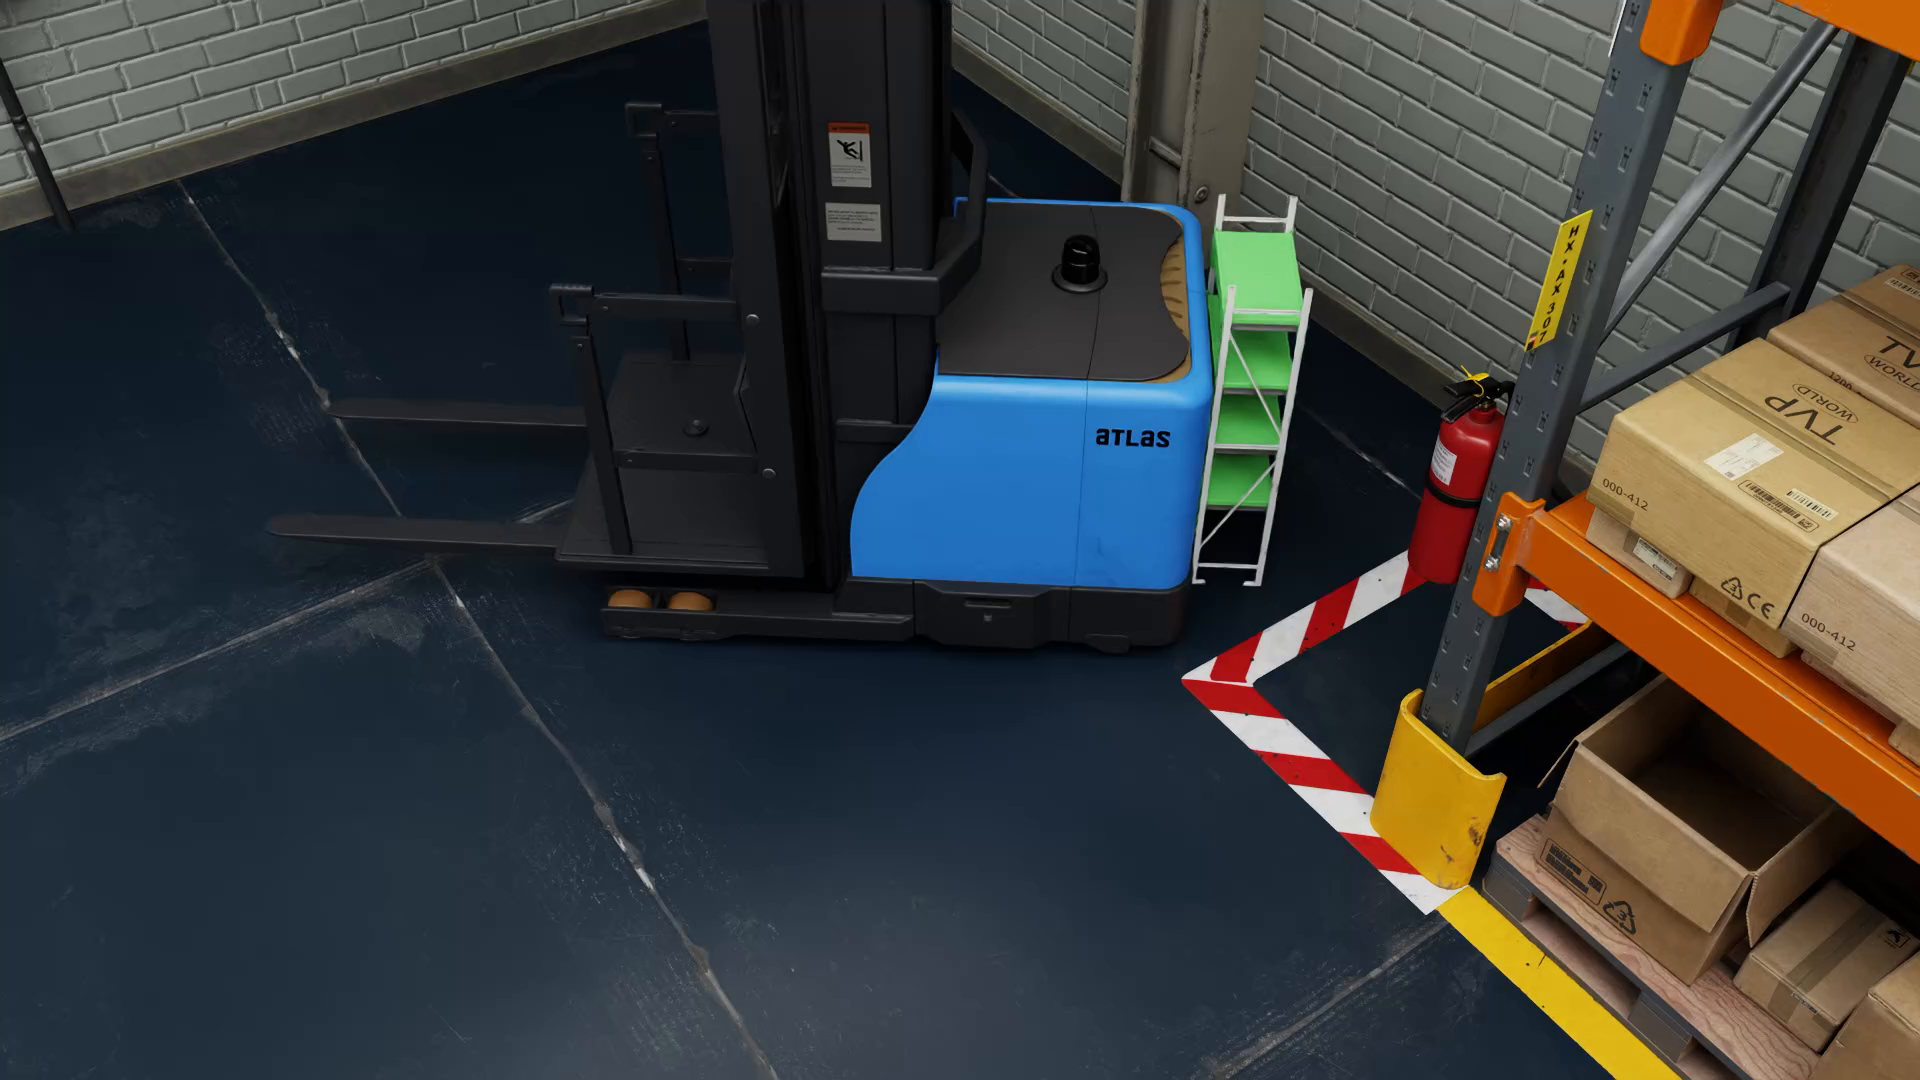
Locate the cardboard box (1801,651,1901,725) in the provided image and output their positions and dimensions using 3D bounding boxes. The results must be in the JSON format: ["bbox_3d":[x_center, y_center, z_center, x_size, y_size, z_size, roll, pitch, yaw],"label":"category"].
[{"bbox_3d":[2.038,0.200,3.550,0.380,0.149,0.250,-26,50,-25],"label":"cardboard box"}]

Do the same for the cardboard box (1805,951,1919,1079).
[{"bbox_3d":[2.442,1.189,3.838,0.700,0.500,0.500,-24,49,-23],"label":"cardboard box"}]

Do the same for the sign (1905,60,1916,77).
[{"bbox_3d":[2.179,-1.188,3.754,0.100,0.325,0.005,-26,49,-24],"label":"sign"}]

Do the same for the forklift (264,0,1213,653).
[{"bbox_3d":[-0.756,-1.093,4.773,3.031,2.935,1.130,3,44,3],"label":"forklift"}]

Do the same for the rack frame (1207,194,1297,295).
[{"bbox_3d":[0.918,-0.624,5.535,0.240,1.200,0.015,2,44,2],"label":"rack frame"}]

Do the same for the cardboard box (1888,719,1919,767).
[{"bbox_3d":[2.132,0.367,3.375,0.380,0.149,0.250,-24,49,-23],"label":"cardboard box"}]

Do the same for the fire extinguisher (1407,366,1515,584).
[{"bbox_3d":[1.249,-0.184,4.097,0.296,0.674,0.183,-26,49,-24],"label":"fire extinguisher"}]

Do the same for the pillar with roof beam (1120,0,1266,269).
[{"bbox_3d":[-2.622,-2.799,2.165,9.100,9.000,0.400,-26,49,-24],"label":"pillar with roof beam"}]

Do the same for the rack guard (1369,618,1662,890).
[{"bbox_3d":[1.756,0.501,4.864,1.175,0.500,0.348,-26,49,-24],"label":"rack guard"}]

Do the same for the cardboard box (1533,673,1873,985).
[{"bbox_3d":[1.985,0.688,4.360,0.797,0.503,0.637,-28,50,-26],"label":"cardboard box"}]

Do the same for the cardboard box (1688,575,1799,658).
[{"bbox_3d":[1.859,0.065,3.692,0.380,0.149,0.250,-25,49,-23],"label":"cardboard box"}]

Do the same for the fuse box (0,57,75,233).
[{"bbox_3d":[-3.795,-1.949,6.552,0.539,1.711,0.414,-26,49,-24],"label":"fuse box"}]

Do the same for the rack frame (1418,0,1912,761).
[{"bbox_3d":[1.712,-0.447,4.045,1.000,3.000,0.127,-26,49,-24],"label":"rack frame"}]

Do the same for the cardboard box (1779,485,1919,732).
[{"bbox_3d":[2.040,0.149,3.315,0.500,0.250,0.500,-25,49,-24],"label":"cardboard box"}]

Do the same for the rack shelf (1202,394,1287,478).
[{"bbox_3d":[0.905,-0.410,5.403,0.258,0.148,0.480,2,44,2],"label":"rack shelf"}]

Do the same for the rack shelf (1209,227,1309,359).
[{"bbox_3d":[0.905,-0.757,5.072,0.258,0.148,0.480,2,44,2],"label":"rack shelf"}]

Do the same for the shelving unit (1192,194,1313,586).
[{"bbox_3d":[0.905,-0.456,5.359,0.258,1.200,0.503,2,44,2],"label":"shelving unit"}]

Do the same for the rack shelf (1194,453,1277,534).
[{"bbox_3d":[0.905,-0.236,5.569,0.258,0.148,0.480,2,44,2],"label":"rack shelf"}]

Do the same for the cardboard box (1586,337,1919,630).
[{"bbox_3d":[1.751,-0.136,3.614,0.500,0.250,0.500,-25,49,-24],"label":"cardboard box"}]

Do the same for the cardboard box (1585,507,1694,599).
[{"bbox_3d":[1.676,-0.061,3.824,0.380,0.149,0.250,-26,49,-25],"label":"cardboard box"}]

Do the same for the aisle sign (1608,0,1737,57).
[{"bbox_3d":[1.433,-1.309,3.067,0.394,0.787,0.004,-26,49,-24],"label":"aisle sign"}]

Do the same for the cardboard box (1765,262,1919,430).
[{"bbox_3d":[2.193,-0.344,3.831,0.500,0.250,0.500,-24,49,-23],"label":"cardboard box"}]

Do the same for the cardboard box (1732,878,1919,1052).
[{"bbox_3d":[2.196,1.073,4.215,0.380,0.149,0.250,-28,50,-26],"label":"cardboard box"}]

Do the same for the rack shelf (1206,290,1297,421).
[{"bbox_3d":[0.905,-0.584,5.237,0.258,0.148,0.480,2,44,2],"label":"rack shelf"}]

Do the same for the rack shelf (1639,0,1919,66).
[{"bbox_3d":[2.857,-0.139,2.072,1.077,0.370,4.000,-26,49,-24],"label":"rack shelf"}]

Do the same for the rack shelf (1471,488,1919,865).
[{"bbox_3d":[2.857,0.946,3.107,1.077,0.370,4.000,-26,49,-24],"label":"rack shelf"}]

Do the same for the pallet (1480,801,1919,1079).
[{"bbox_3d":[2.213,1.056,4.491,1.003,0.211,1.213,-26,49,-24],"label":"pallet"}]

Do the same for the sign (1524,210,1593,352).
[{"bbox_3d":[1.268,-0.545,3.522,0.100,0.325,0.005,-26,49,-24],"label":"sign"}]

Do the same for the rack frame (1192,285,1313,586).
[{"bbox_3d":[0.892,-0.288,5.183,0.240,1.200,0.015,2,44,2],"label":"rack frame"}]
